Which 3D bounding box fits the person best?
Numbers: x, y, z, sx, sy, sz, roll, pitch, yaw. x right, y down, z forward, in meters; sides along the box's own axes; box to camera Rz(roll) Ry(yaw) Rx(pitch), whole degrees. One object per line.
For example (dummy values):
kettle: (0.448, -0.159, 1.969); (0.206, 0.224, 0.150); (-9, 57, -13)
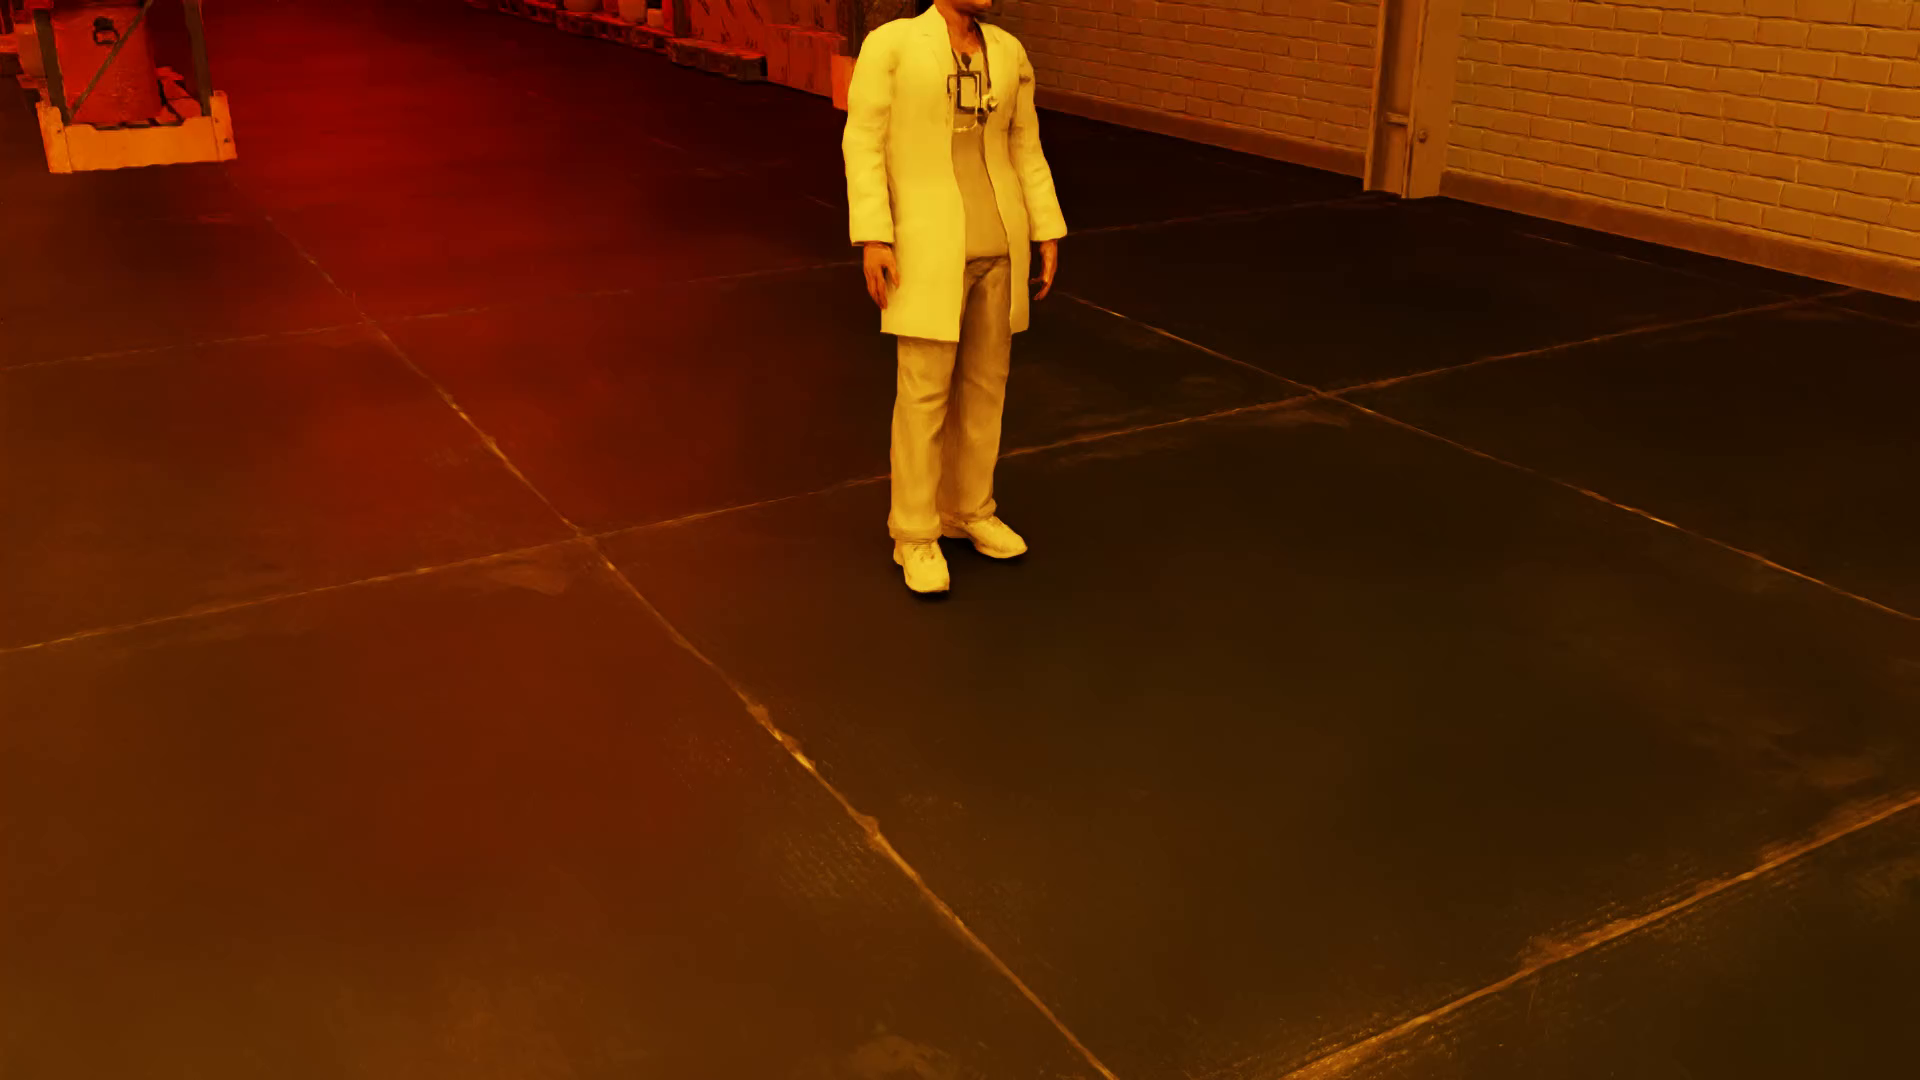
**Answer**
person: (0.042, -0.798, 4.720); (0.694, 1.776, 0.579); (-12, 25, -28)
